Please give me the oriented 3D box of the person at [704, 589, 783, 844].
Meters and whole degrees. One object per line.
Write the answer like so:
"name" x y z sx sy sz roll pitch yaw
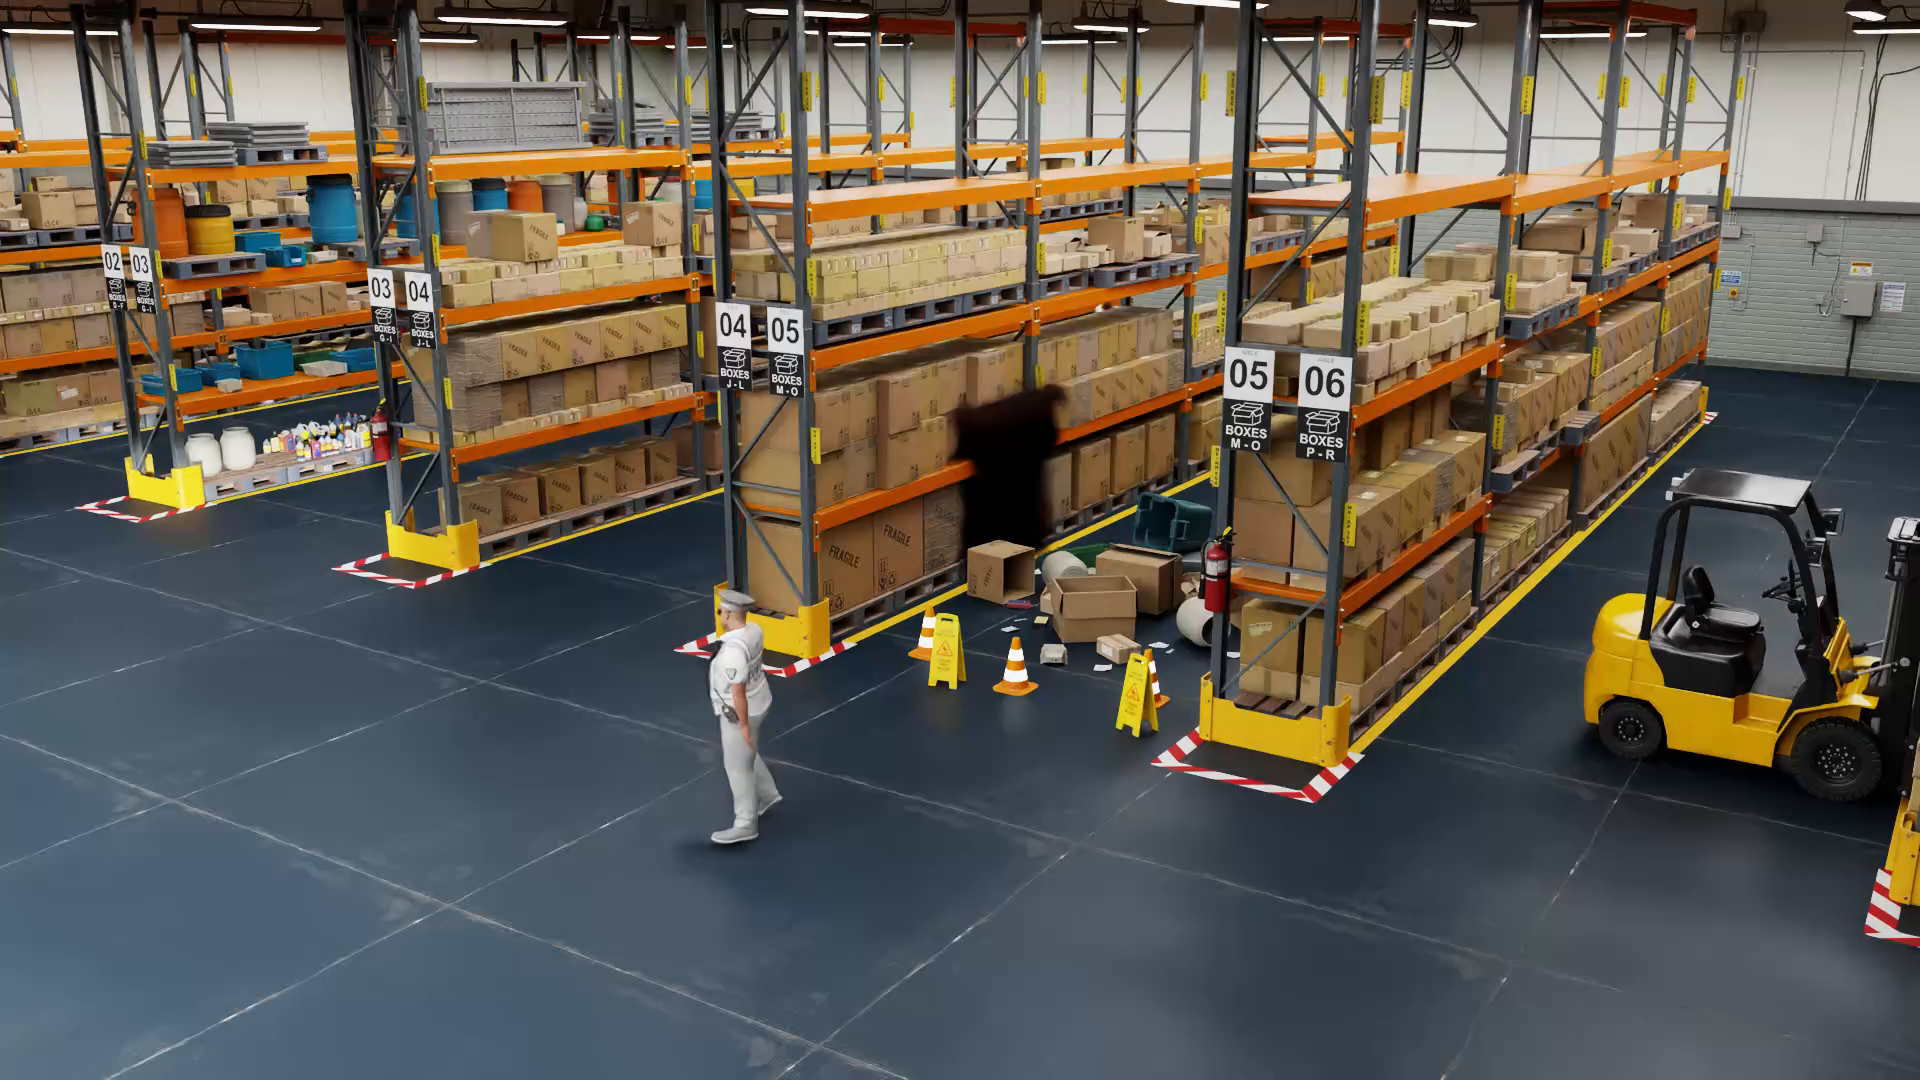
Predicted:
"person" -1.509 1.211 11.595 0.435 1.770 0.614 2 16 9

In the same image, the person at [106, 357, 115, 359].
"person" -14.149 -3.178 27.639 0.461 1.621 0.978 7 17 25

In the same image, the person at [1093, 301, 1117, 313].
"person" 2.420 -3.311 27.811 0.564 1.739 0.972 9 18 29
